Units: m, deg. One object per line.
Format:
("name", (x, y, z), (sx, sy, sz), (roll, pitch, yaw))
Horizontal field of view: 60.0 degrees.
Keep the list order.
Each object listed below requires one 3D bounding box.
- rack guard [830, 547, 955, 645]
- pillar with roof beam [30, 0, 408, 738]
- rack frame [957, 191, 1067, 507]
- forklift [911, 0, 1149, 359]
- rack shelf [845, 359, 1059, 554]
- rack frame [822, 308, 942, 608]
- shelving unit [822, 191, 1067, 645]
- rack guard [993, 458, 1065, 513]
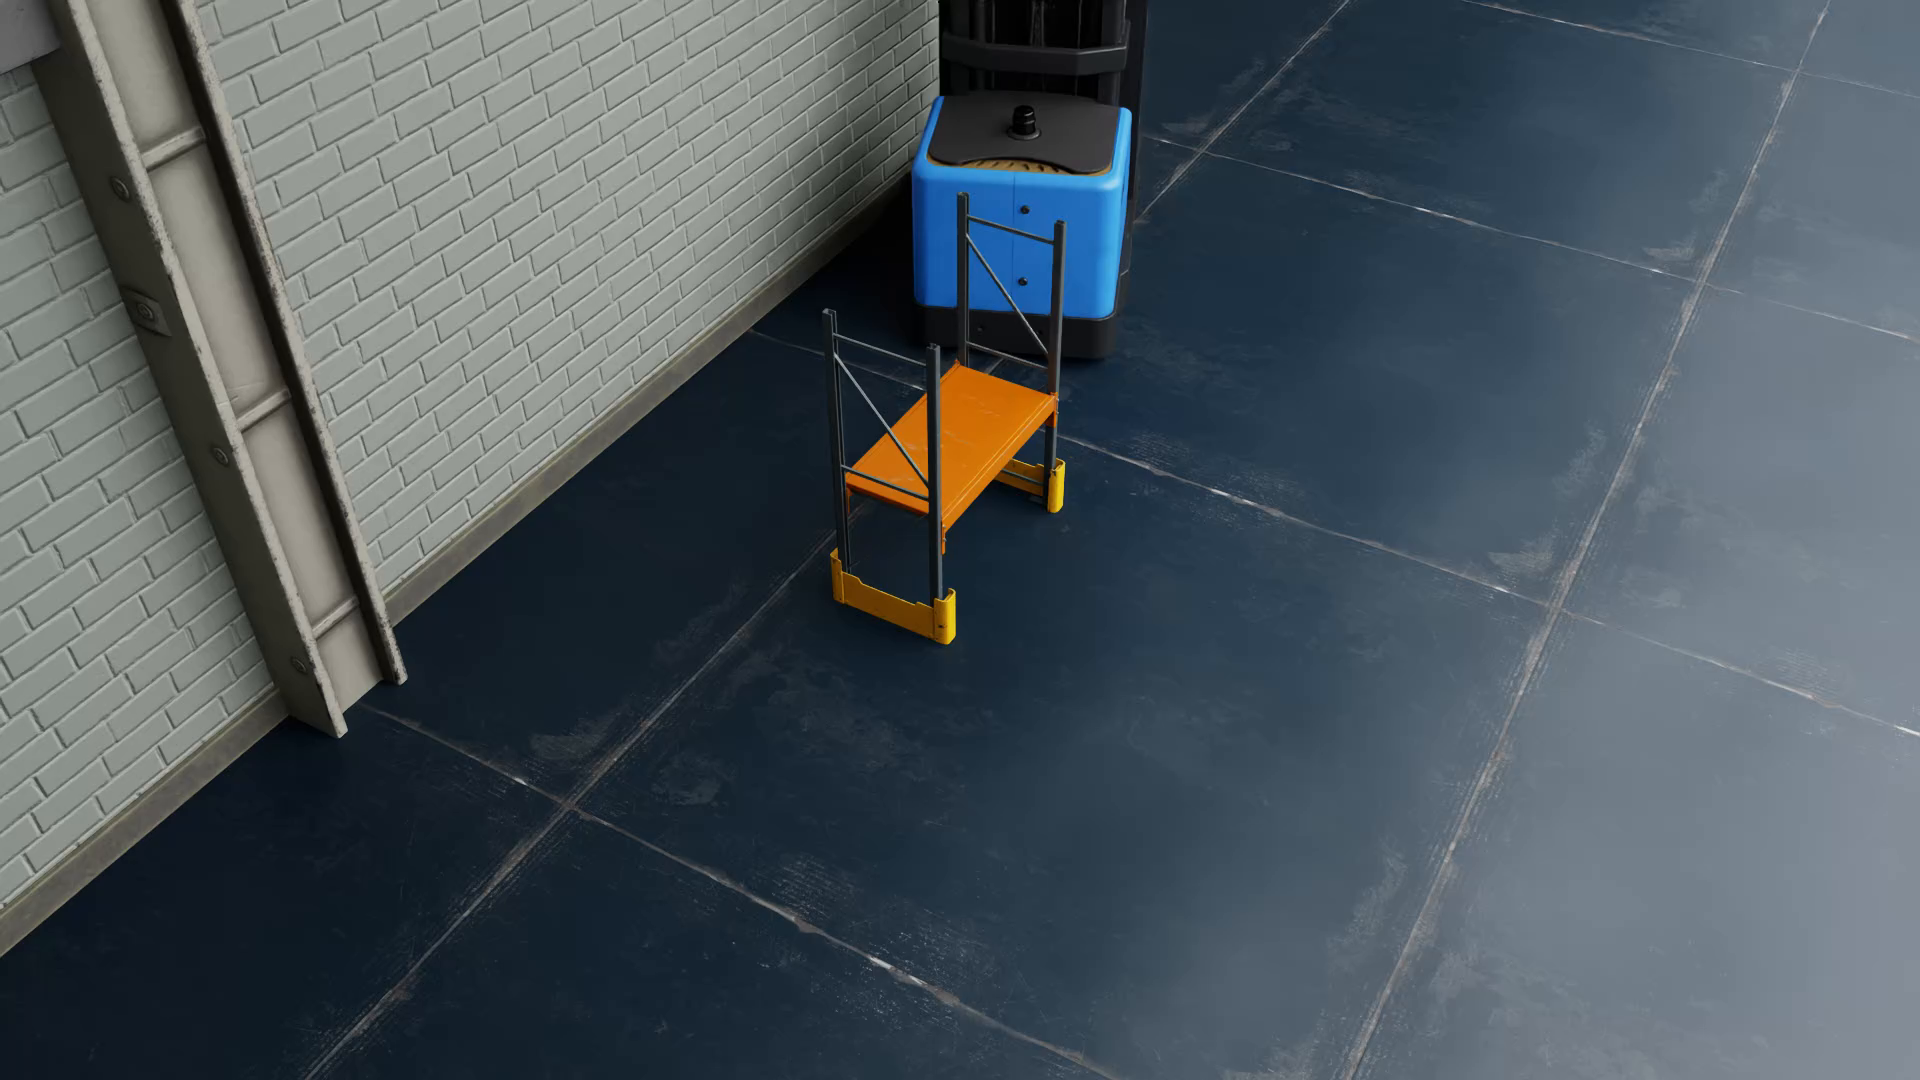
("rack guard", (-0.287, 0.235, 7.110), (0.587, 0.250, 0.087), (21, 45, 22))
("pillar with roof beam", (1.203, -1.320, 2.256), (9.100, 9.000, 0.400), (21, 45, 22))
("rack frame", (0.212, -0.805, 7.345), (0.500, 1.500, 0.032), (21, 45, 22))
("forklift", (0.467, -3.001, 8.755), (1.130, 2.935, 3.031), (5, 42, 6))
("rack shelf", (-0.043, -0.379, 7.133), (0.538, 0.185, 1.000), (21, 45, 22))
("rack frame", (-0.297, -0.223, 6.684), (0.500, 1.500, 0.032), (21, 45, 22))
("shelving unit", (-0.038, -0.519, 7.020), (0.587, 1.500, 1.083), (21, 45, 22))
("rack guard", (0.211, -0.335, 7.757), (0.587, 0.250, 0.087), (21, 45, 22))
